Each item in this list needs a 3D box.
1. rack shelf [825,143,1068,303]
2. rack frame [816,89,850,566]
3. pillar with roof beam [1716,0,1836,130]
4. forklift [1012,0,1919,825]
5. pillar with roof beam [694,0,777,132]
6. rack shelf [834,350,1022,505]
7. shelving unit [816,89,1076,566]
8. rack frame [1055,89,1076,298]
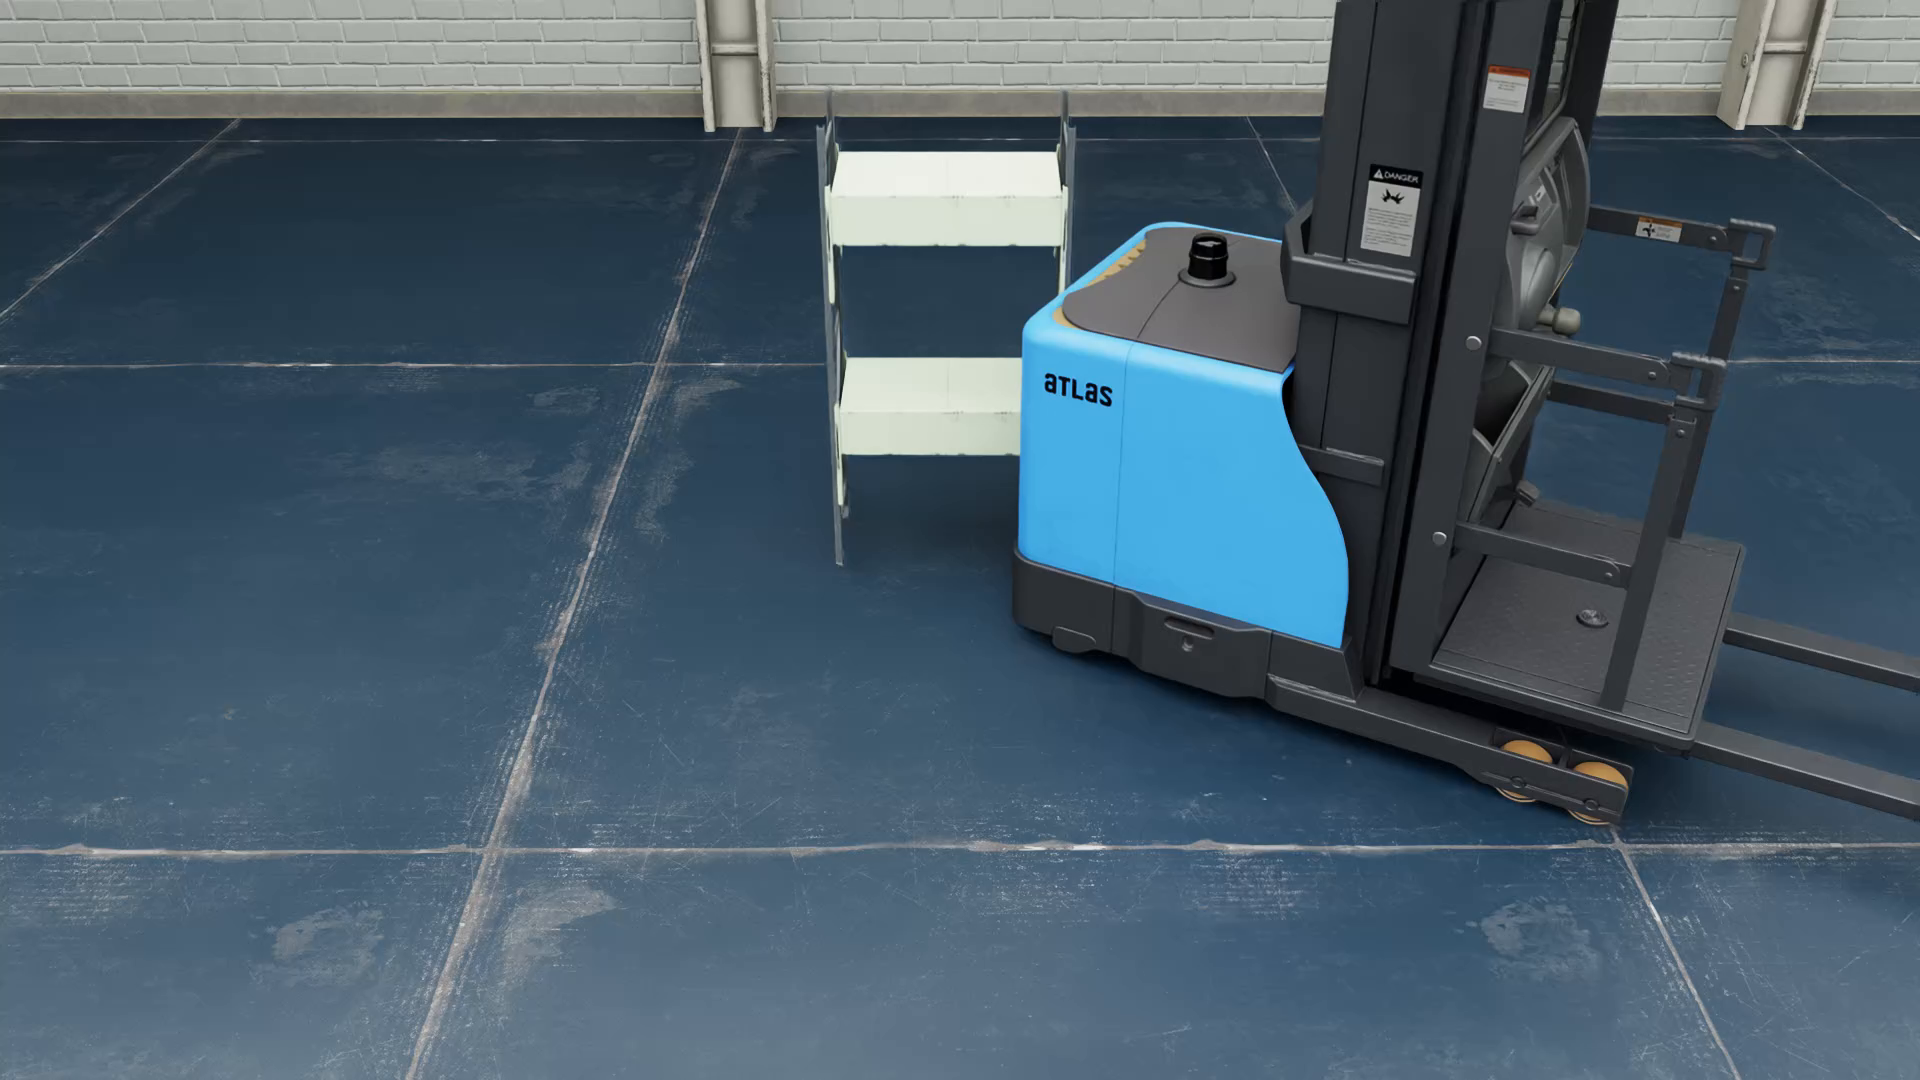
[{"bbox_3d":[-0.040,-0.990,5.184,0.720,0.370,0.431,0,31,0],"label":"rack shelf"},{"bbox_3d":[-0.406,-0.657,5.388,0.023,1.500,0.400,0,31,0],"label":"rack frame"},{"bbox_3d":[4.739,-4.087,3.811,0.400,9.000,9.100,0,31,0],"label":"pillar with roof beam"},{"bbox_3d":[1.705,-0.802,4.245,3.031,2.935,1.130,16,35,24],"label":"forklift"},{"bbox_3d":[-1.261,-4.069,3.781,0.400,9.000,9.100,0,31,0],"label":"pillar with roof beam"},{"bbox_3d":[-0.040,-0.378,5.555,0.720,0.370,0.431,0,31,0],"label":"rack shelf"},{"bbox_3d":[-0.040,-0.657,5.386,0.755,1.500,0.431,0,31,0],"label":"shelving unit"},{"bbox_3d":[0.326,-0.656,5.385,0.023,1.500,0.400,0,31,0],"label":"rack frame"}]
